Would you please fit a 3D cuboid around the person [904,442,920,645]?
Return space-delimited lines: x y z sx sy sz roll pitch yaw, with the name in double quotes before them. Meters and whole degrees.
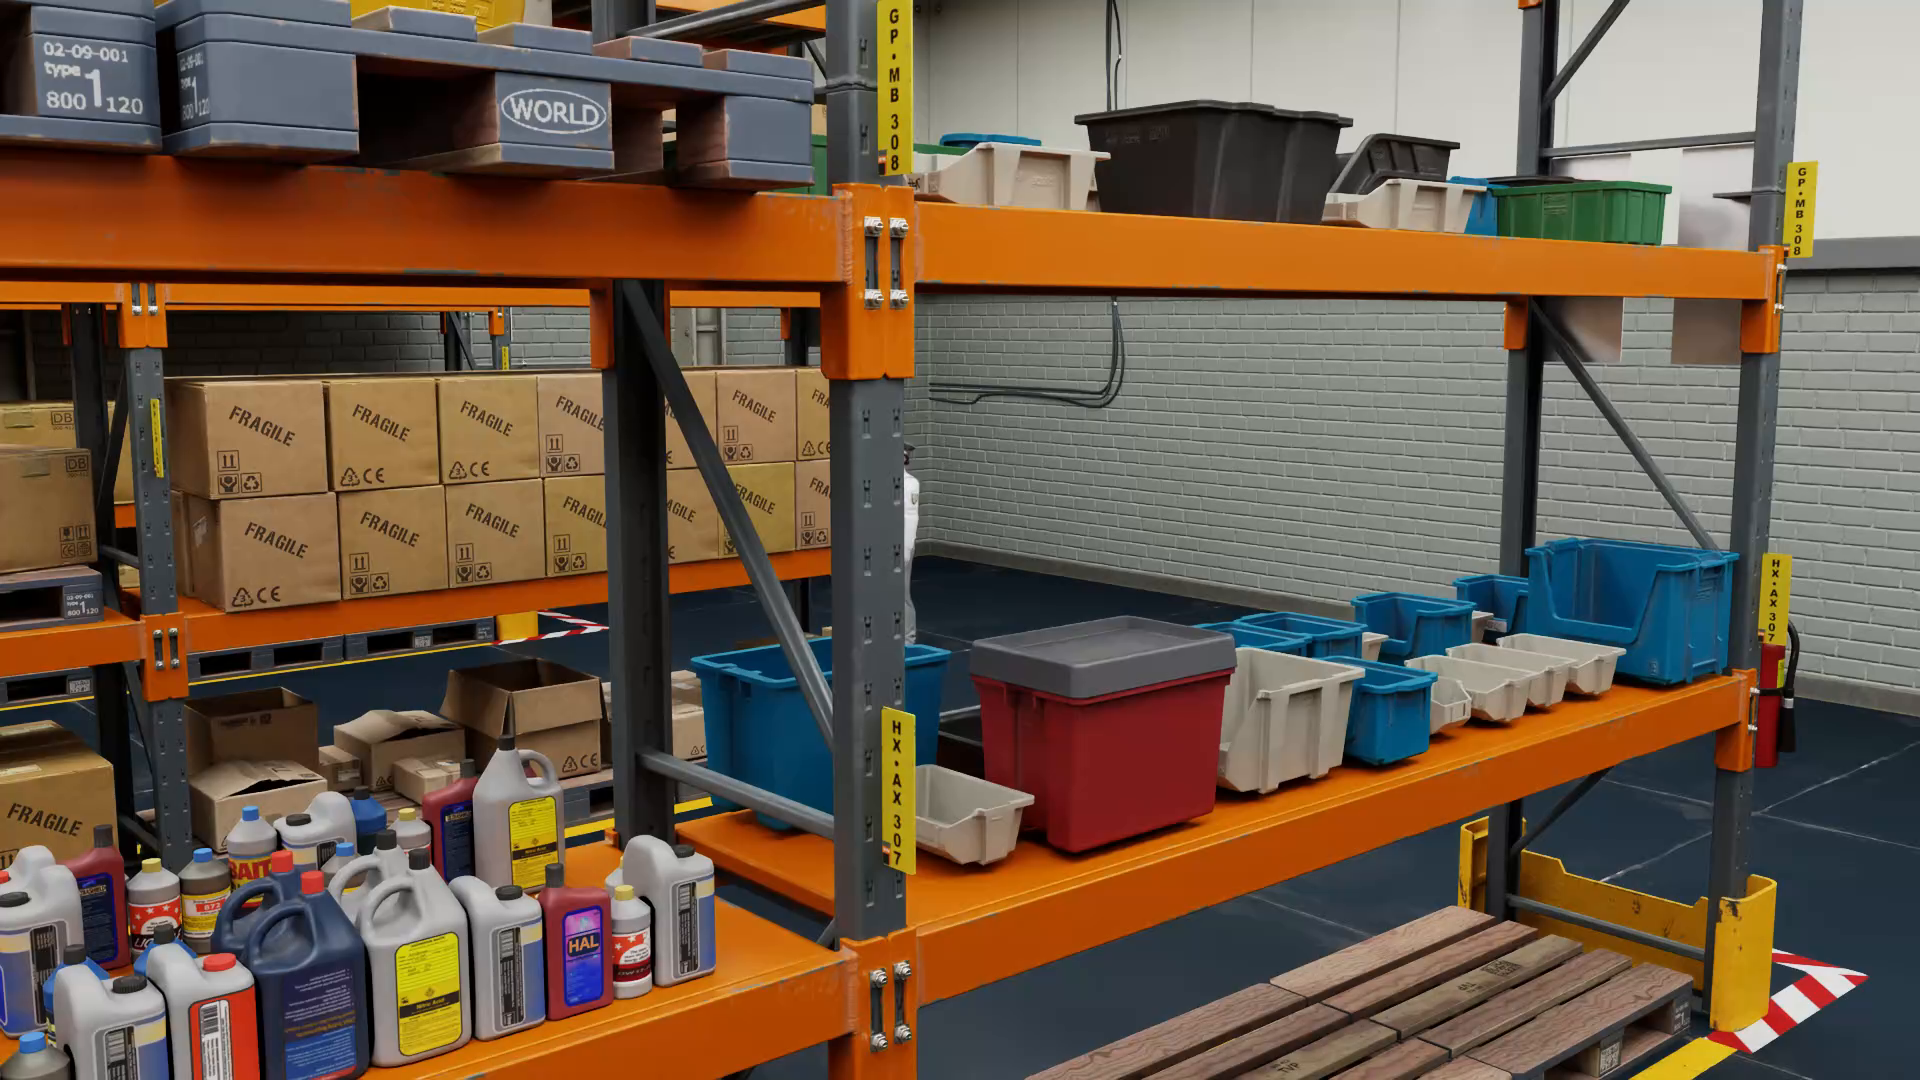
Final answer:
"person" -0.511 0.048 12.858 0.345 1.681 0.469 -6 10 -40
